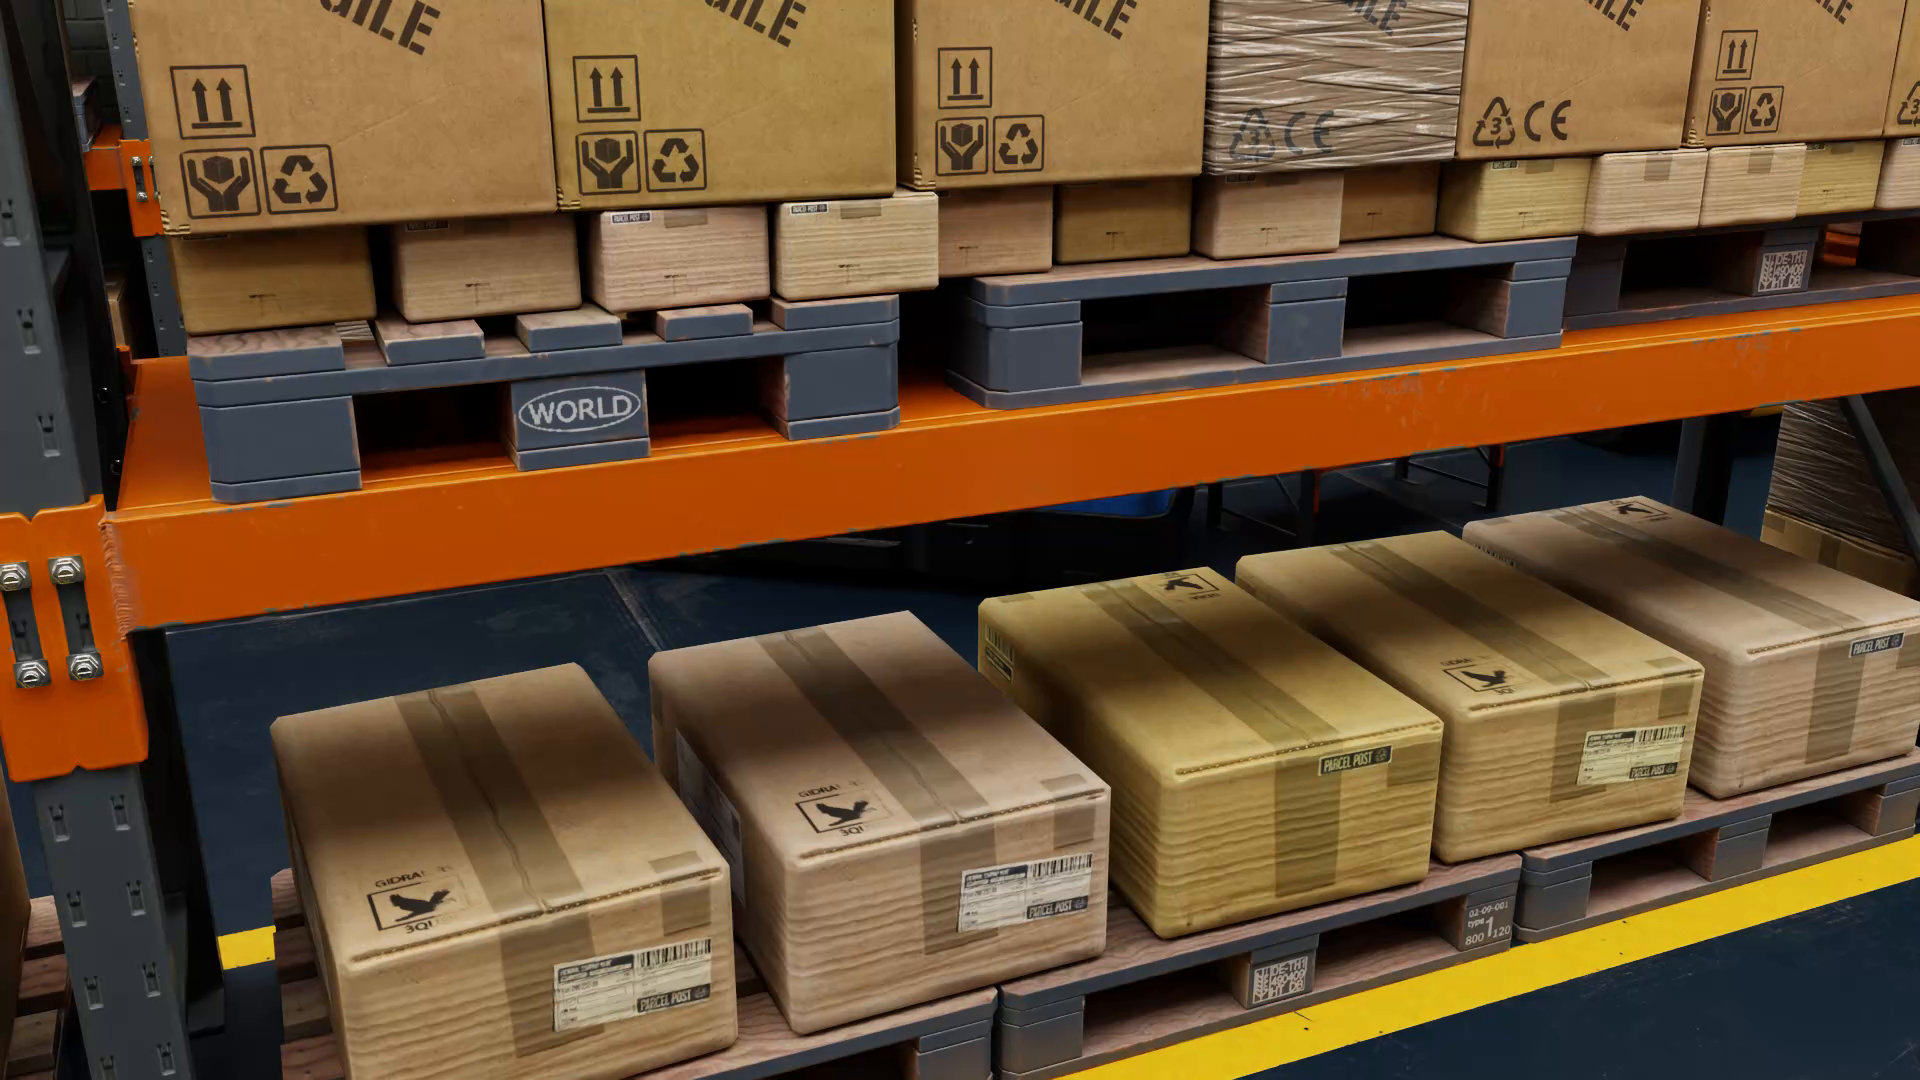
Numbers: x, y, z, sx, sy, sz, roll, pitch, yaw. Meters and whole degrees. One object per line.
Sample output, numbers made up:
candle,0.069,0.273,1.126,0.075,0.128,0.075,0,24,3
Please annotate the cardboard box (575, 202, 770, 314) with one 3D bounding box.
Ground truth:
cardboard box,-0.481,-0.469,2.585,0.250,0.149,0.380,-10,22,-25

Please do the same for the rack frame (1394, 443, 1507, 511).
rack frame,1.908,-0.711,6.346,0.032,1.125,0.500,-13,23,-32

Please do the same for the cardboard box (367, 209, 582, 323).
cardboard box,-0.750,-0.447,2.522,0.250,0.149,0.380,-10,22,-25

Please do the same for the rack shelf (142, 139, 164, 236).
rack shelf,-1.528,-1.792,7.678,4.000,0.370,1.077,-8,21,-22

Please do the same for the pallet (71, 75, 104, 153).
pallet,-3.959,-1.667,6.529,1.003,0.211,1.213,-8,21,-22

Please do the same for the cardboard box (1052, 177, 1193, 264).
cardboard box,0.214,-0.604,2.967,0.250,0.149,0.380,-7,21,-20

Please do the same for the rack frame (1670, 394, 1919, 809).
rack frame,2.278,-0.881,4.008,0.127,3.000,1.000,-8,21,-22

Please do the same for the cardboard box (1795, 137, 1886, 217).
cardboard box,1.665,-0.779,3.465,0.250,0.149,0.380,-9,21,-24

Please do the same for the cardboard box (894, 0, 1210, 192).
cardboard box,0.070,-0.872,2.750,0.500,0.500,0.500,-8,21,-21

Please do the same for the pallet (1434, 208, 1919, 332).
pallet,1.518,-0.734,3.880,1.213,0.211,1.003,-8,21,-22

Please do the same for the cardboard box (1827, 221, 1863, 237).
cardboard box,2.452,-0.898,4.434,0.250,0.149,0.380,-8,21,-22

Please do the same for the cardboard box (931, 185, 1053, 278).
cardboard box,-0.030,-0.555,2.827,0.250,0.149,0.380,-7,21,-19

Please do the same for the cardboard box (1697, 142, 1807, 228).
cardboard box,1.443,-0.735,3.338,0.250,0.149,0.380,-9,21,-23

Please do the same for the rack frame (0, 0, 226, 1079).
rack frame,-1.395,-0.355,2.513,0.127,3.000,1.000,-8,21,-22

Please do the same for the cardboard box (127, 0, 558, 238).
cardboard box,-0.890,-0.729,2.345,0.500,0.500,0.500,-9,21,-23

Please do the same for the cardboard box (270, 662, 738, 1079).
cardboard box,-0.872,0.615,3.083,0.625,0.372,0.950,-10,22,-26

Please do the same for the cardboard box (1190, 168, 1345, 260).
cardboard box,0.480,-0.618,3.008,0.250,0.149,0.380,-7,21,-20

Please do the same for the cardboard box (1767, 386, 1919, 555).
cardboard box,2.715,-0.296,4.724,0.500,0.500,0.500,-8,21,-23

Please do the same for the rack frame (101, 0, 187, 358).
rack frame,-3.365,-1.868,6.811,0.127,3.000,1.000,-8,21,-22

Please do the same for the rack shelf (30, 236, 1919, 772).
rack shelf,0.441,-0.279,3.380,4.000,0.370,1.077,-8,21,-22

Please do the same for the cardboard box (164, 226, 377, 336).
cardboard box,-1.023,-0.421,2.446,0.250,0.149,0.380,-9,22,-25

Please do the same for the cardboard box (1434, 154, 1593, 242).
cardboard box,0.972,-0.679,3.180,0.250,0.149,0.380,-8,21,-22

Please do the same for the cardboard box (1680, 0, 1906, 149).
cardboard box,1.490,-1.070,3.314,0.500,0.500,0.500,-8,21,-22

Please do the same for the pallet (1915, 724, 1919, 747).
pallet,2.880,0.335,4.753,1.213,0.211,1.003,-8,21,-22

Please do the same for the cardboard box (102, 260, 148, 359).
cardboard box,-3.863,-0.917,7.242,0.500,0.500,0.500,-7,21,-20

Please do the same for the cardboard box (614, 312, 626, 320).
cardboard box,-1.572,-1.201,7.860,0.625,0.625,0.875,-9,21,-24

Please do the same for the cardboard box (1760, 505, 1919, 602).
cardboard box,2.714,0.058,4.849,0.500,0.250,0.500,-7,21,-19

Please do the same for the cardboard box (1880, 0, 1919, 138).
cardboard box,1.944,-1.136,3.501,0.500,0.500,0.500,-9,21,-23

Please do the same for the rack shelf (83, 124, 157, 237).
rack shelf,-5.201,-1.266,6.183,4.000,0.370,1.077,-8,21,-22

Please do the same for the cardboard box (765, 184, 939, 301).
cardboard box,-0.220,-0.499,2.670,0.250,0.149,0.380,-8,21,-22

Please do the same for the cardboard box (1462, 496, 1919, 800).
cardboard box,1.797,0.230,4.176,0.625,0.372,0.950,-8,21,-21

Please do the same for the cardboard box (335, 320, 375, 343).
cardboard box,-2.787,-1.024,7.357,0.625,0.625,0.875,-7,21,-20

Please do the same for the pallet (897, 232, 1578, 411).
pallet,0.406,-0.537,3.320,1.213,0.211,1.003,-8,21,-22

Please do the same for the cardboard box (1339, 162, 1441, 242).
cardboard box,0.690,-0.676,3.170,0.250,0.149,0.380,-9,21,-24

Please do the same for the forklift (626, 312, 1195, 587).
forklift,-0.696,-1.439,5.696,3.031,2.935,1.130,5,20,13

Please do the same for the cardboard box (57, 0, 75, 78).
cardboard box,-3.899,-2.093,6.668,0.500,0.500,0.500,-7,21,-19

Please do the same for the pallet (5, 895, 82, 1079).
pallet,-2.149,1.041,2.747,1.213,0.211,1.003,-8,21,-22

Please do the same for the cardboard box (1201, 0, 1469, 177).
cardboard box,0.533,-0.935,2.930,0.500,0.500,0.500,-9,21,-24

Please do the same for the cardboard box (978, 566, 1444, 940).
cardboard box,0.501,0.418,3.644,0.625,0.372,0.950,-7,21,-20

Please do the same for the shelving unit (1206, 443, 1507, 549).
shelving unit,1.489,-0.616,6.075,1.048,1.125,0.538,-13,23,-32

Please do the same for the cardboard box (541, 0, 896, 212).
cardboard box,-0.415,-0.800,2.546,0.500,0.500,0.500,-7,21,-19

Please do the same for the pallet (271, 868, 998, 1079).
pallet,-0.677,0.858,3.267,1.213,0.211,1.003,-8,21,-22

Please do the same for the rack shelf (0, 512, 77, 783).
rack shelf,-3.232,0.248,1.886,4.000,0.370,1.077,-8,21,-22

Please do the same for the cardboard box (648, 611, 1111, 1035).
cardboard box,-0.198,0.516,3.365,0.625,0.372,0.950,-9,21,-23

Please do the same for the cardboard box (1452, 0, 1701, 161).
cardboard box,1.013,-1.004,3.127,0.500,0.500,0.500,-7,21,-20

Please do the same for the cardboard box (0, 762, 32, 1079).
cardboard box,-2.062,0.515,2.610,0.875,0.875,0.875,-8,21,-22

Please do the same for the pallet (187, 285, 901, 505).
pallet,-0.783,-0.391,2.904,1.003,0.211,1.213,-8,21,-22

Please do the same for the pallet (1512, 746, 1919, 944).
pallet,1.563,0.537,4.179,1.213,0.211,1.003,-8,21,-22

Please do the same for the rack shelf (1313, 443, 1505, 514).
rack shelf,1.489,-0.385,6.156,1.000,0.278,0.538,-13,23,-32

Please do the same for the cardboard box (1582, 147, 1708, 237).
cardboard box,1.210,-0.700,3.240,0.250,0.149,0.380,-8,21,-21

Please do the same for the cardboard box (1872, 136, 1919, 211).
cardboard box,1.915,-0.809,3.549,0.250,0.149,0.380,-8,21,-21

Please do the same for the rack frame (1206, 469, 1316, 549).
rack frame,1.070,-0.520,5.803,0.032,1.125,0.500,-13,23,-32

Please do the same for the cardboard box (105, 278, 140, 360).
cardboard box,-3.668,-0.766,6.812,0.500,0.500,0.500,-8,21,-20

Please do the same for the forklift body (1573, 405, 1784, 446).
forklift body,2.962,-1.714,7.652,1.214,2.155,2.313,-8,21,-22

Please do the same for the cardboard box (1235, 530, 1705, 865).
cardboard box,1.138,0.326,3.905,0.625,0.372,0.950,-7,21,-19

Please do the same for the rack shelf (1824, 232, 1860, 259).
rack shelf,4.114,-0.805,4.875,4.000,0.370,1.077,-8,21,-22

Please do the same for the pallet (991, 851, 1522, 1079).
pallet,0.442,0.699,3.719,1.213,0.211,1.003,-8,21,-22
